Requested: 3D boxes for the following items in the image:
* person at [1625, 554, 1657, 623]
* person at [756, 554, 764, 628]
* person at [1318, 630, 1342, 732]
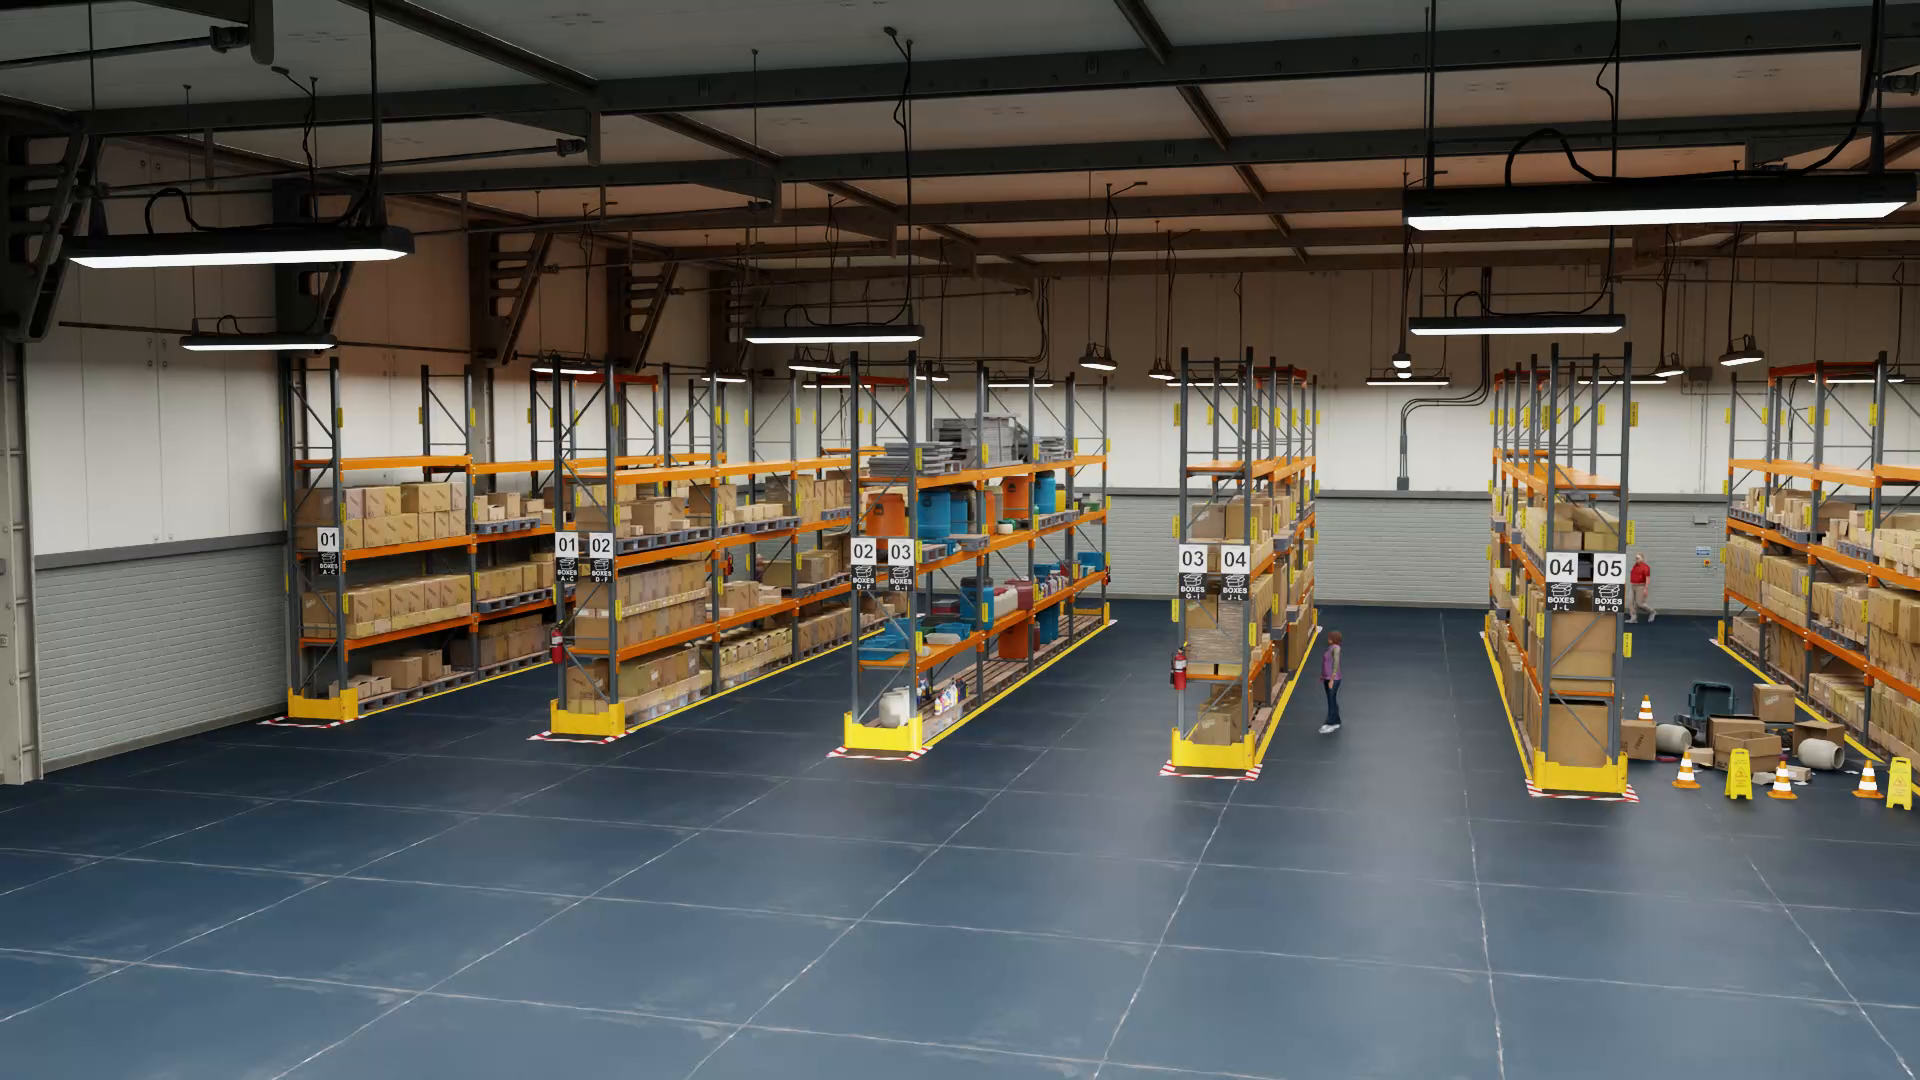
[{"bbox_3d":[16.493,1.173,40.369,0.681,1.691,0.589,-1,4,-18],"label":"person"},{"bbox_3d":[-4.640,1.223,39.374,0.610,1.781,0.604,2,5,28],"label":"person"},{"bbox_3d":[5.919,2.269,26.637,0.492,1.585,0.435,-1,4,-18],"label":"person"}]
